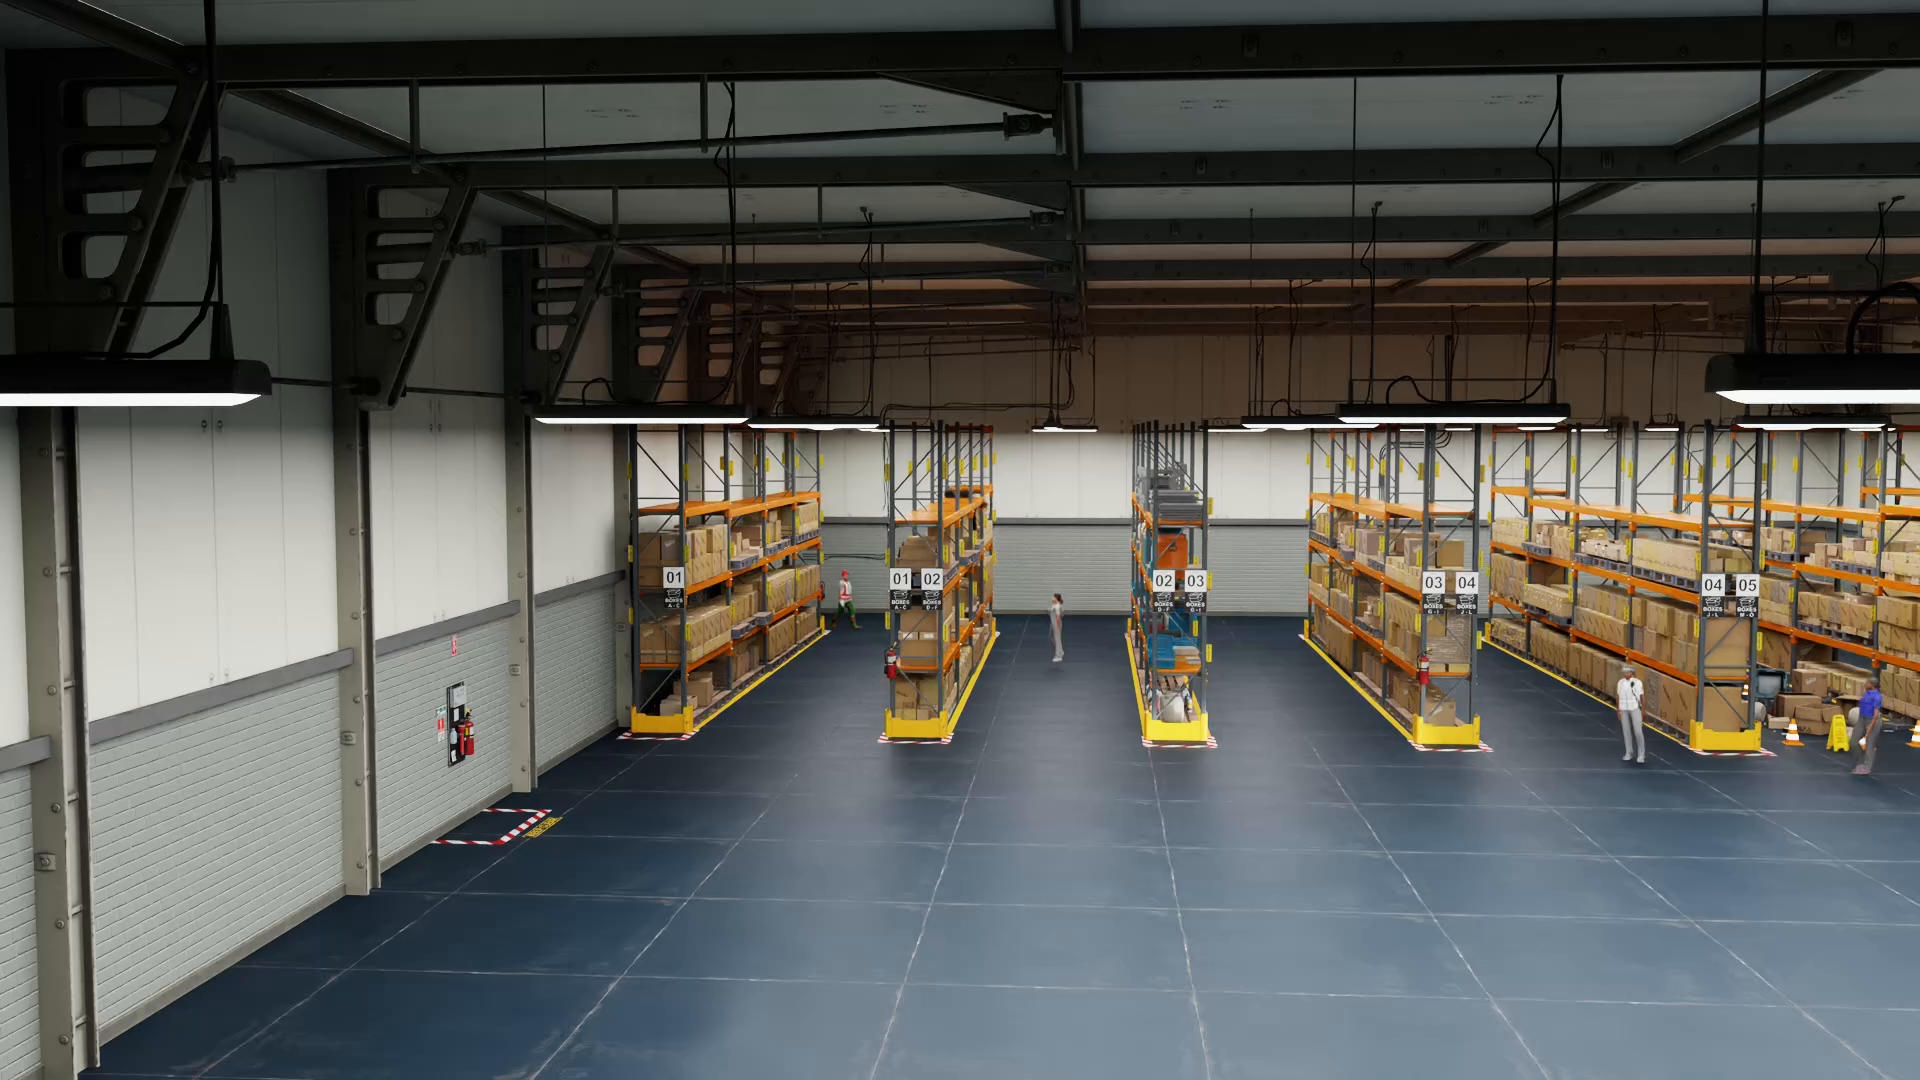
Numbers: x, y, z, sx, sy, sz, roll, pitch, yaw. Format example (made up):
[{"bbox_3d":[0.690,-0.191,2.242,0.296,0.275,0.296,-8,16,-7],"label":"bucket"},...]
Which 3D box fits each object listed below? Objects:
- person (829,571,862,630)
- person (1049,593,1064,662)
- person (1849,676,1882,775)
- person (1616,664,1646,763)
[{"bbox_3d":[-3.357,1.778,48.801,1.047,1.752,0.677,2,4,27],"label":"person"},{"bbox_3d":[2.386,2.134,40.844,0.386,1.686,0.531,0,4,-2],"label":"person"},{"bbox_3d":[15.291,3.139,28.055,0.439,1.692,0.482,-1,4,-18],"label":"person"},{"bbox_3d":[11.823,3.043,29.288,0.555,1.722,0.360,3,5,44],"label":"person"}]
